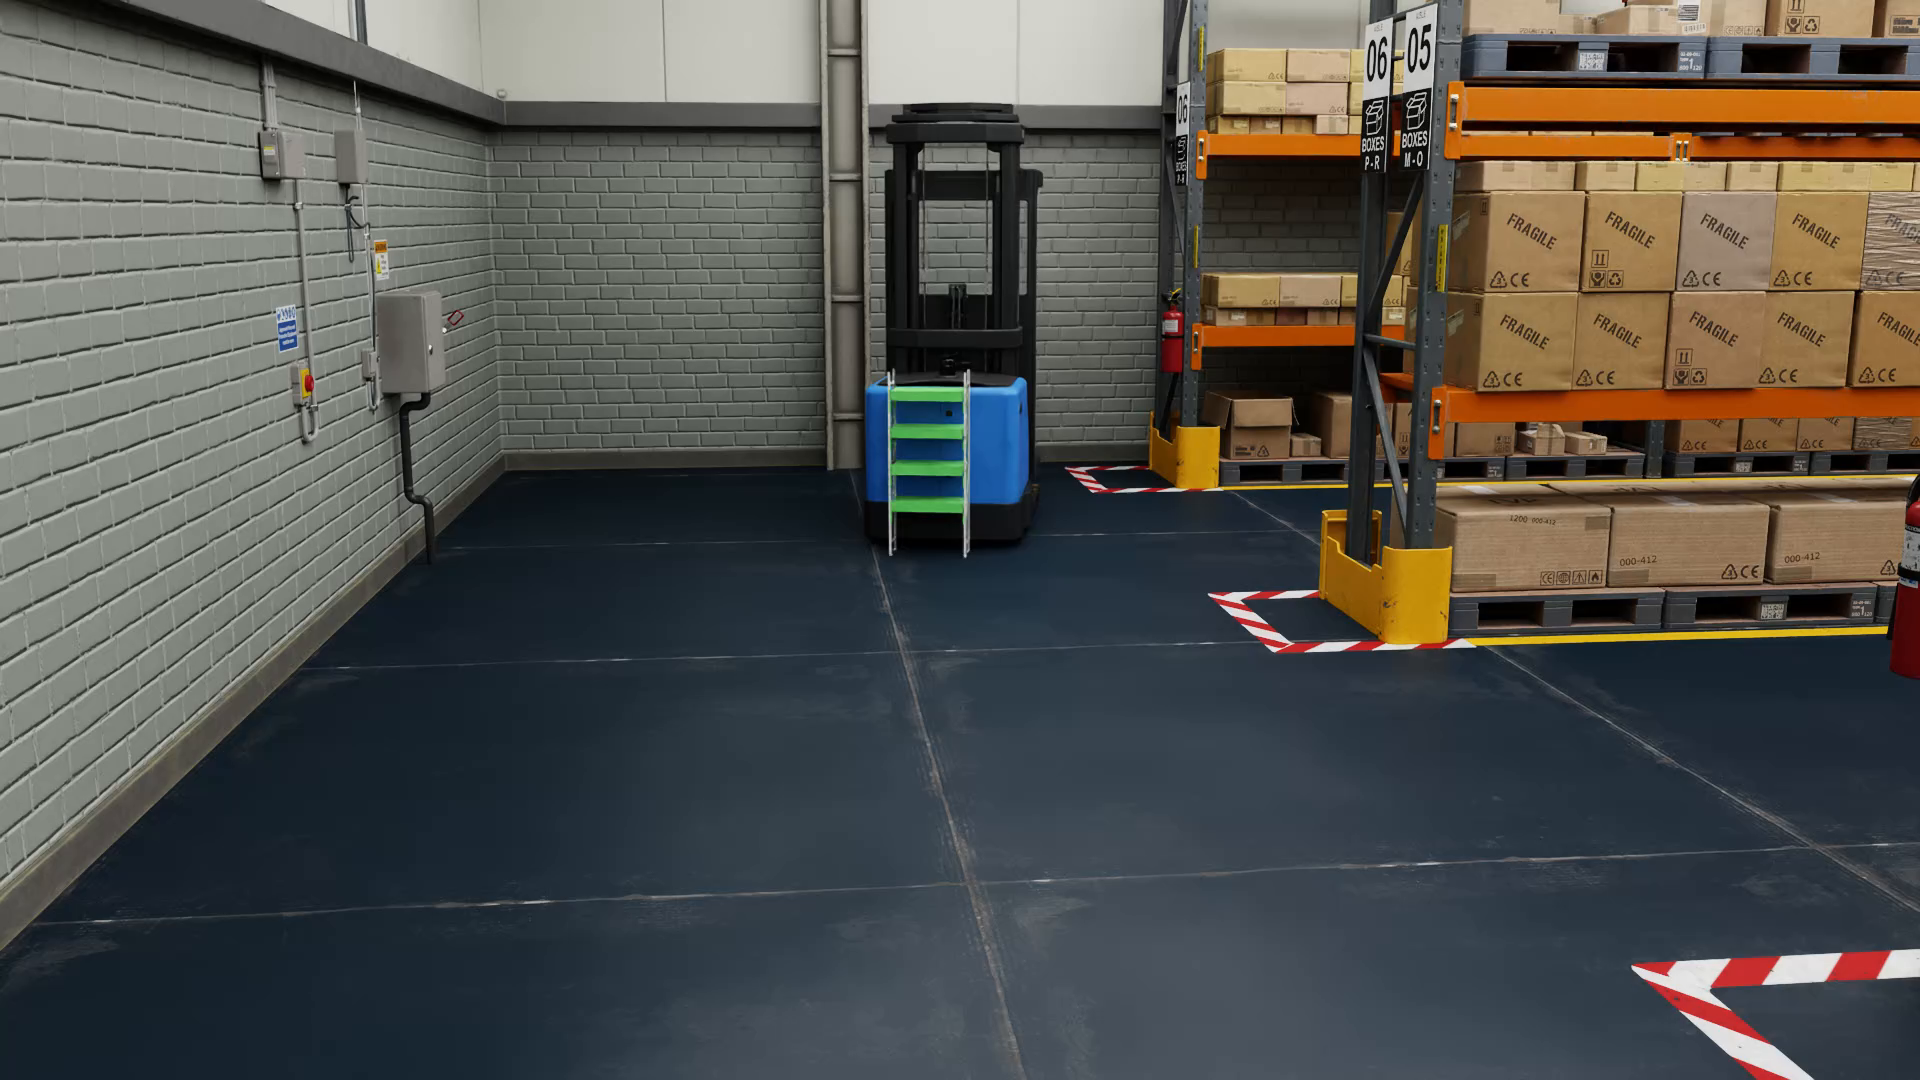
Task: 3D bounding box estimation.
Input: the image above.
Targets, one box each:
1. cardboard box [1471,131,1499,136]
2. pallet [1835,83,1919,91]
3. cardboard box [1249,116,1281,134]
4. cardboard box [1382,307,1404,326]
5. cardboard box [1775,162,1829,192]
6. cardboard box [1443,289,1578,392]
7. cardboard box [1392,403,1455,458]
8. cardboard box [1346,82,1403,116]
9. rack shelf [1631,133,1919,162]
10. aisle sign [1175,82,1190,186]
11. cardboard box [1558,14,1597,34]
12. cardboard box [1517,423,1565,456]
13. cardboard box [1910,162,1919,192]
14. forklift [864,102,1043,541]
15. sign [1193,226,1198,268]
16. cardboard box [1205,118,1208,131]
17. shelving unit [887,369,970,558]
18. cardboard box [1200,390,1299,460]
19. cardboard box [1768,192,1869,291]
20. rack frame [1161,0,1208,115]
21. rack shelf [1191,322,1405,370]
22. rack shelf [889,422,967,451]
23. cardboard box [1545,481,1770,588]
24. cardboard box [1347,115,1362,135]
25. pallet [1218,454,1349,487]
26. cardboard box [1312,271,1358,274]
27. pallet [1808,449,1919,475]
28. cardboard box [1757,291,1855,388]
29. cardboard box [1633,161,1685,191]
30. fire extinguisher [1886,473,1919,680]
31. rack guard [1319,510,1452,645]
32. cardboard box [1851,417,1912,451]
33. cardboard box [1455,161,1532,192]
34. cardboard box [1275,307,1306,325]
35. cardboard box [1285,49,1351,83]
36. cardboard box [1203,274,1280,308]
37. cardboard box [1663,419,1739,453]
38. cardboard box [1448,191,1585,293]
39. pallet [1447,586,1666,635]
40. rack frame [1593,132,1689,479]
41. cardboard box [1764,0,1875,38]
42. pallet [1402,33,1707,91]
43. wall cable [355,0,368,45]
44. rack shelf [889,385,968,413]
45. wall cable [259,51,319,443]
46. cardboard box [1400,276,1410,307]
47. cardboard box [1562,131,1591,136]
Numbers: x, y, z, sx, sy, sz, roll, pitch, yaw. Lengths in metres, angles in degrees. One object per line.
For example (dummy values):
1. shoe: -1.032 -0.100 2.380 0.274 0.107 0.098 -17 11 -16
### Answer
1. cardboard box: 4.177 -3.345 13.480 0.250 0.149 0.380 -1 11 -5
2. pallet: 5.502 -2.541 8.969 1.213 0.211 1.003 -1 11 -6
3. cardboard box: 2.400 -3.317 13.339 0.250 0.149 0.380 -1 11 -5
4. cardboard box: 3.443 -1.844 13.624 0.250 0.149 0.380 -2 11 -8
5. cardboard box: 4.270 -1.881 8.625 0.250 0.149 0.380 -1 11 -7
6. cardboard box: 2.849 -1.048 8.664 0.500 0.500 0.500 -1 11 -7
7. cardboard box: 3.809 -0.972 13.928 0.500 0.500 0.500 -1 11 -5
8. cardboard box: 3.284 -3.520 13.337 0.500 0.250 0.500 -2 11 -8
9. rack shelf: 7.766 -3.240 14.160 4.000 0.370 1.077 -1 11 -6
10. aisle sign: 1.765 -3.214 13.200 0.004 0.787 0.394 -1 11 -6
11. cardboard box: 3.186 -2.698 8.845 0.250 0.149 0.380 -2 11 -10
12. cardboard box: 4.900 -0.868 14.008 0.258 0.266 0.396 -1 11 -4
13. cardboard box: 5.028 -1.909 8.770 0.250 0.149 0.380 -1 11 -7
14. forklift: 0.034 -1.666 12.245 1.130 2.935 3.031 1 11 6
15. sign: 1.859 -2.317 13.131 0.005 0.325 0.100 -1 11 -6
16. cardboard box: 2.094 -3.395 13.739 0.250 0.149 0.380 -1 11 -5
17. shelving unit: -0.200 -0.499 10.795 0.503 1.200 0.258 1 11 6
18. cardboard box: 2.419 -0.972 13.917 0.637 0.503 0.797 -2 11 -8
19. cardboard box: 4.368 -1.574 8.747 0.500 0.500 0.500 -1 11 -6
20. rack frame: 1.801 -4.940 13.166 0.127 3.000 1.000 -1 11 -6
21. rack shelf: 3.789 -1.685 14.026 4.000 0.370 1.077 -1 11 -6
22. rack shelf: -0.200 -0.672 10.761 0.480 0.148 0.258 1 11 6
23. cardboard box: 3.895 -0.047 9.382 0.875 0.438 0.875 -1 11 -5
24. cardboard box: 3.176 -3.311 13.311 0.250 0.149 0.380 -1 11 -6
25. pallet: 2.669 -0.646 14.107 1.213 0.211 1.003 -1 11 -6
26. cardboard box: 3.235 -2.149 14.139 0.500 0.250 0.500 -1 11 -4
27. pallet: 7.797 -0.761 14.693 1.213 0.211 1.003 -1 11 -6
28. cardboard box: 4.352 -1.085 8.850 0.500 0.500 0.500 -1 11 -4
29. cardboard box: 3.507 -1.868 8.560 0.250 0.149 0.380 -2 11 -8
30. fire extinguisher: 2.675 0.041 4.552 0.183 0.674 0.296 -1 11 -6
31. rack guard: 2.317 0.183 9.141 0.348 0.500 1.175 -1 11 -6
32. cardboard box: 7.824 -1.058 14.364 0.500 0.500 0.500 -2 11 -8
33. cardboard box: 2.723 -1.856 8.502 0.250 0.149 0.380 -1 11 -5
34. cardboard box: 2.662 -1.853 13.670 0.250 0.149 0.380 -1 11 -7
35. cardboard box: 2.777 -3.753 13.230 0.500 0.250 0.500 -1 11 -6
36. cardboard box: 2.281 -2.026 13.515 0.500 0.250 0.500 -1 11 -6
37. cardboard box: 6.282 -1.026 14.201 0.500 0.500 0.500 -1 11 -4
38. cardboard box: 2.848 -1.539 8.570 0.500 0.500 0.500 -1 11 -7
39. pallet: 3.127 0.293 9.333 1.213 0.211 1.003 -1 11 -6
40. rack frame: 5.777 -2.079 14.168 0.127 3.000 1.000 -1 11 -6
41. cardboard box: 4.361 -2.833 8.621 0.500 0.500 0.500 -1 11 -5
42. pallet: 3.077 -2.490 8.711 1.213 0.211 1.003 -1 11 -6
43. wall cable: -3.626 -4.513 10.898 0.133 3.039 2.988 -1 11 -6
44. rack shelf: -0.200 -0.907 10.714 0.480 0.148 0.258 1 11 6
45. wall cable: -3.263 -1.436 8.181 0.123 1.953 0.585 -1 11 -6
46. cardboard box: 3.792 -2.062 13.701 0.500 0.250 0.500 -1 11 -8
47. cardboard box: 4.940 -3.355 13.534 0.250 0.149 0.380 -1 11 -4
